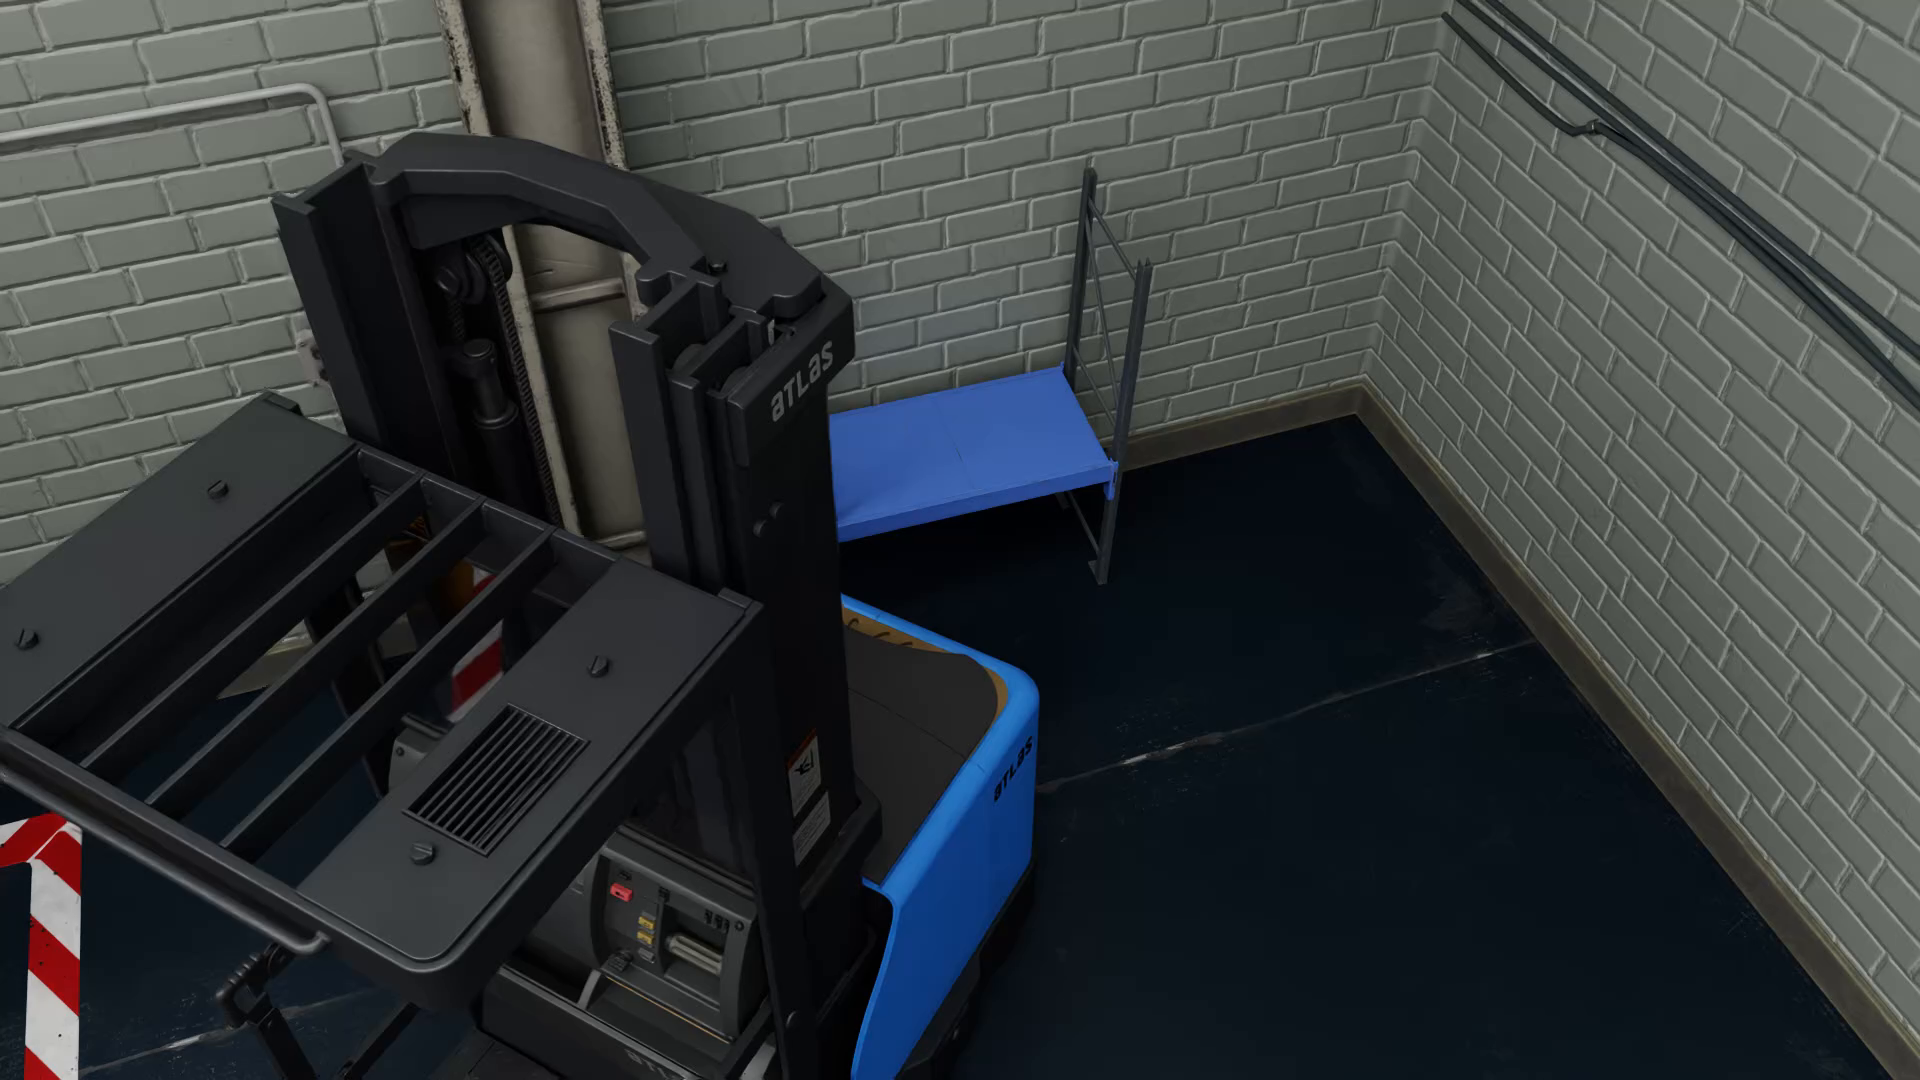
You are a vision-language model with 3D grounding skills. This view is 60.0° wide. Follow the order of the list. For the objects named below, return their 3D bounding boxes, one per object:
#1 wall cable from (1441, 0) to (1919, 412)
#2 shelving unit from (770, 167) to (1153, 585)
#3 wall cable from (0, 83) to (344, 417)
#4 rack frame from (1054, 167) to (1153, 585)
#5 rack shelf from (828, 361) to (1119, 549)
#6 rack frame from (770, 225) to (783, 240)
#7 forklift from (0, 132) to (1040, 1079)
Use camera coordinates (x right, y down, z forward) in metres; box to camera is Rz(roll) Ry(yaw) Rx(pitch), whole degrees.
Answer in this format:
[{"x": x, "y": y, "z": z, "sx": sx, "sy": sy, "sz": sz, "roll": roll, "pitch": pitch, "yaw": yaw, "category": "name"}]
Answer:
[{"x": 2.048, "y": -1.699, "z": 3.783, "sx": 0.112, "sy": 2.526, "sz": 3.097, "roll": -14, "pitch": 47, "yaw": -14, "category": "wall cable"}, {"x": -0.019, "y": -0.394, "z": 5.555, "sx": 1.048, "sy": 1.500, "sz": 0.538, "roll": -13, "pitch": 51, "yaw": -13, "category": "shelving unit"}, {"x": -2.510, "y": -0.852, "z": 4.265, "sx": 1.851, "sy": 1.984, "sz": 0.084, "roll": -14, "pitch": 47, "yaw": -14, "category": "wall cable"}, {"x": 0.464, "y": -0.506, "z": 5.668, "sx": 0.032, "sy": 1.500, "sz": 0.500, "roll": -13, "pitch": 51, "yaw": -13, "category": "rack frame"}, {"x": -0.024, "y": -0.277, "z": 5.692, "sx": 1.000, "sy": 0.185, "sz": 0.538, "roll": -13, "pitch": 51, "yaw": -13, "category": "rack shelf"}, {"x": -0.502, "y": -0.281, "z": 5.443, "sx": 0.032, "sy": 1.500, "sz": 0.500, "roll": -13, "pitch": 51, "yaw": -13, "category": "rack frame"}, {"x": -0.933, "y": 0.829, "z": 3.355, "sx": 1.130, "sy": 2.935, "sz": 3.031, "roll": 22, "pitch": 49, "yaw": 20, "category": "forklift"}]
